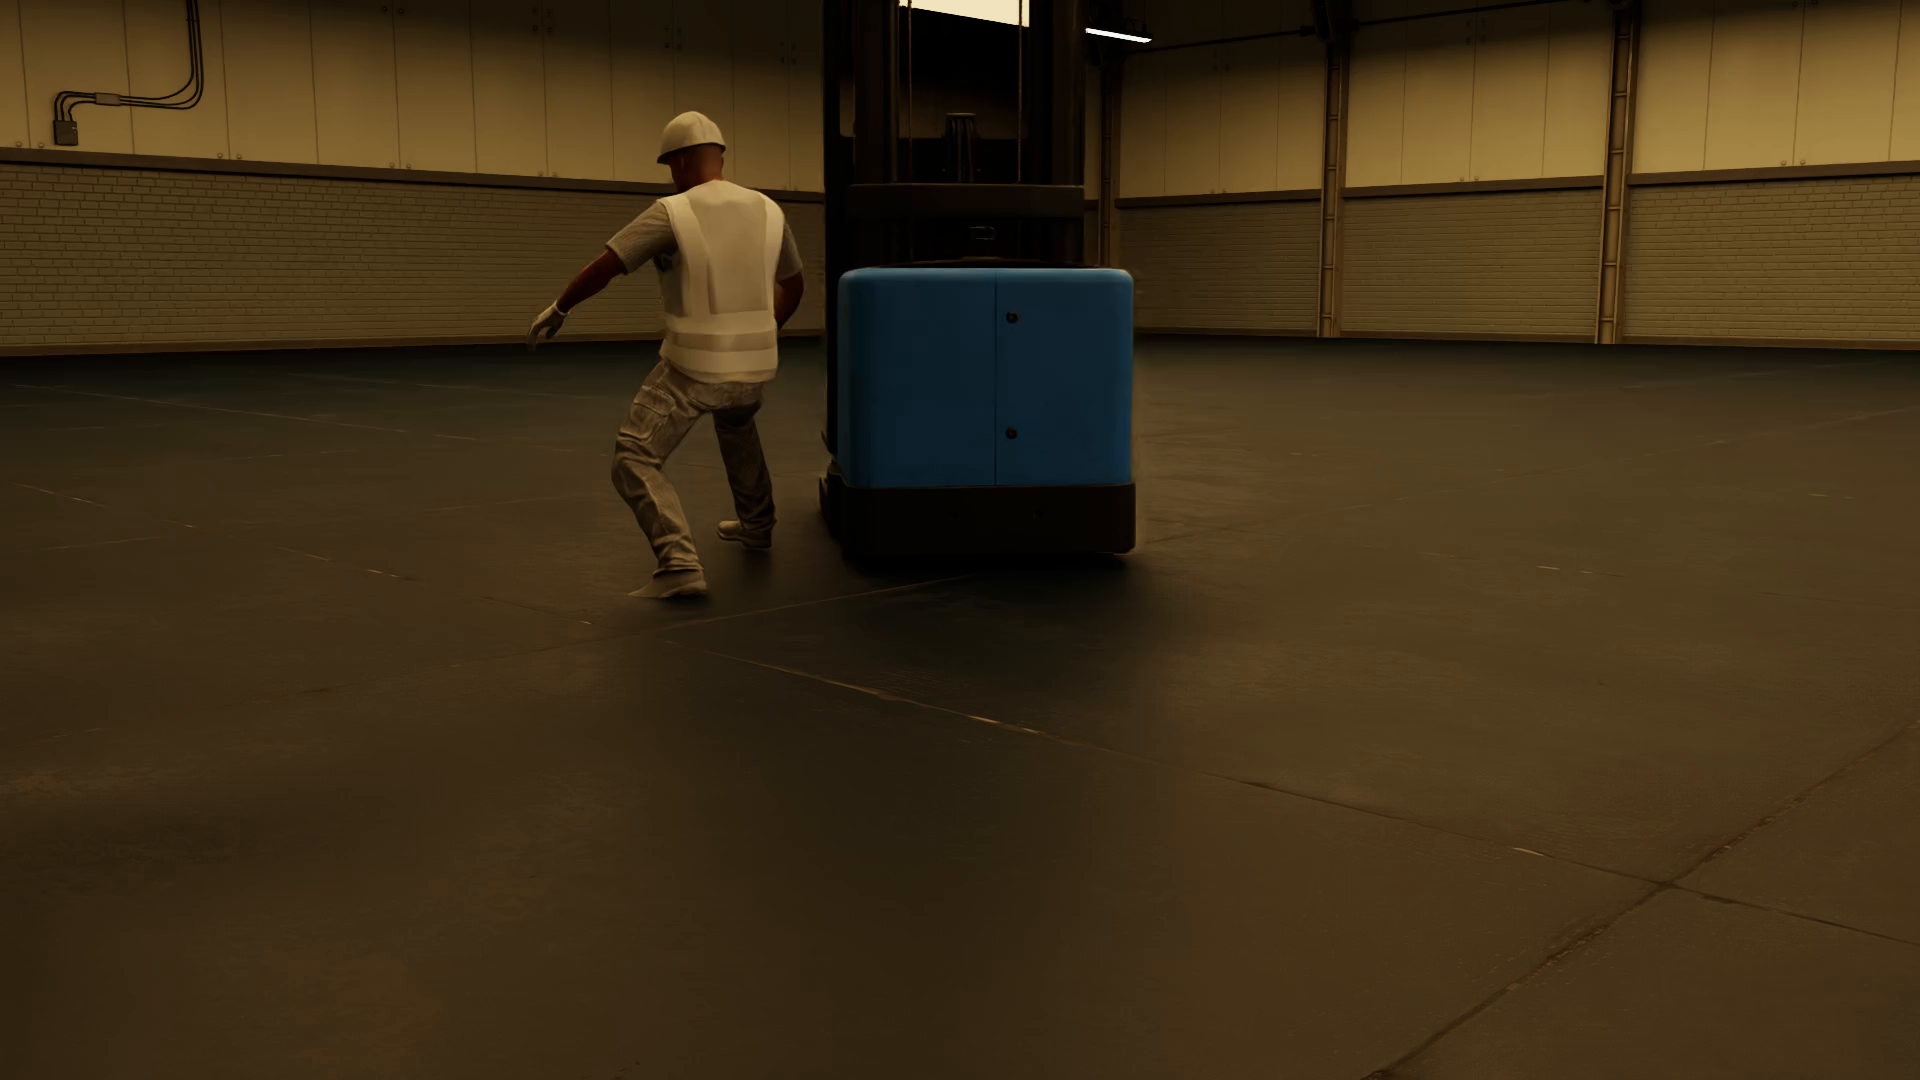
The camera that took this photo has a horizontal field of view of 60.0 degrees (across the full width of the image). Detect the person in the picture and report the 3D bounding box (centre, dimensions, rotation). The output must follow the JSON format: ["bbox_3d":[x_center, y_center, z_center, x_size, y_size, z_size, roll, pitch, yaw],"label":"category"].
[{"bbox_3d":[-0.965,-0.658,5.849,1.022,1.650,0.900,-8,11,-41],"label":"person"}]

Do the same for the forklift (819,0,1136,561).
[{"bbox_3d":[-0.053,-1.554,7.194,1.130,2.935,3.031,-1,9,-7],"label":"forklift"}]
